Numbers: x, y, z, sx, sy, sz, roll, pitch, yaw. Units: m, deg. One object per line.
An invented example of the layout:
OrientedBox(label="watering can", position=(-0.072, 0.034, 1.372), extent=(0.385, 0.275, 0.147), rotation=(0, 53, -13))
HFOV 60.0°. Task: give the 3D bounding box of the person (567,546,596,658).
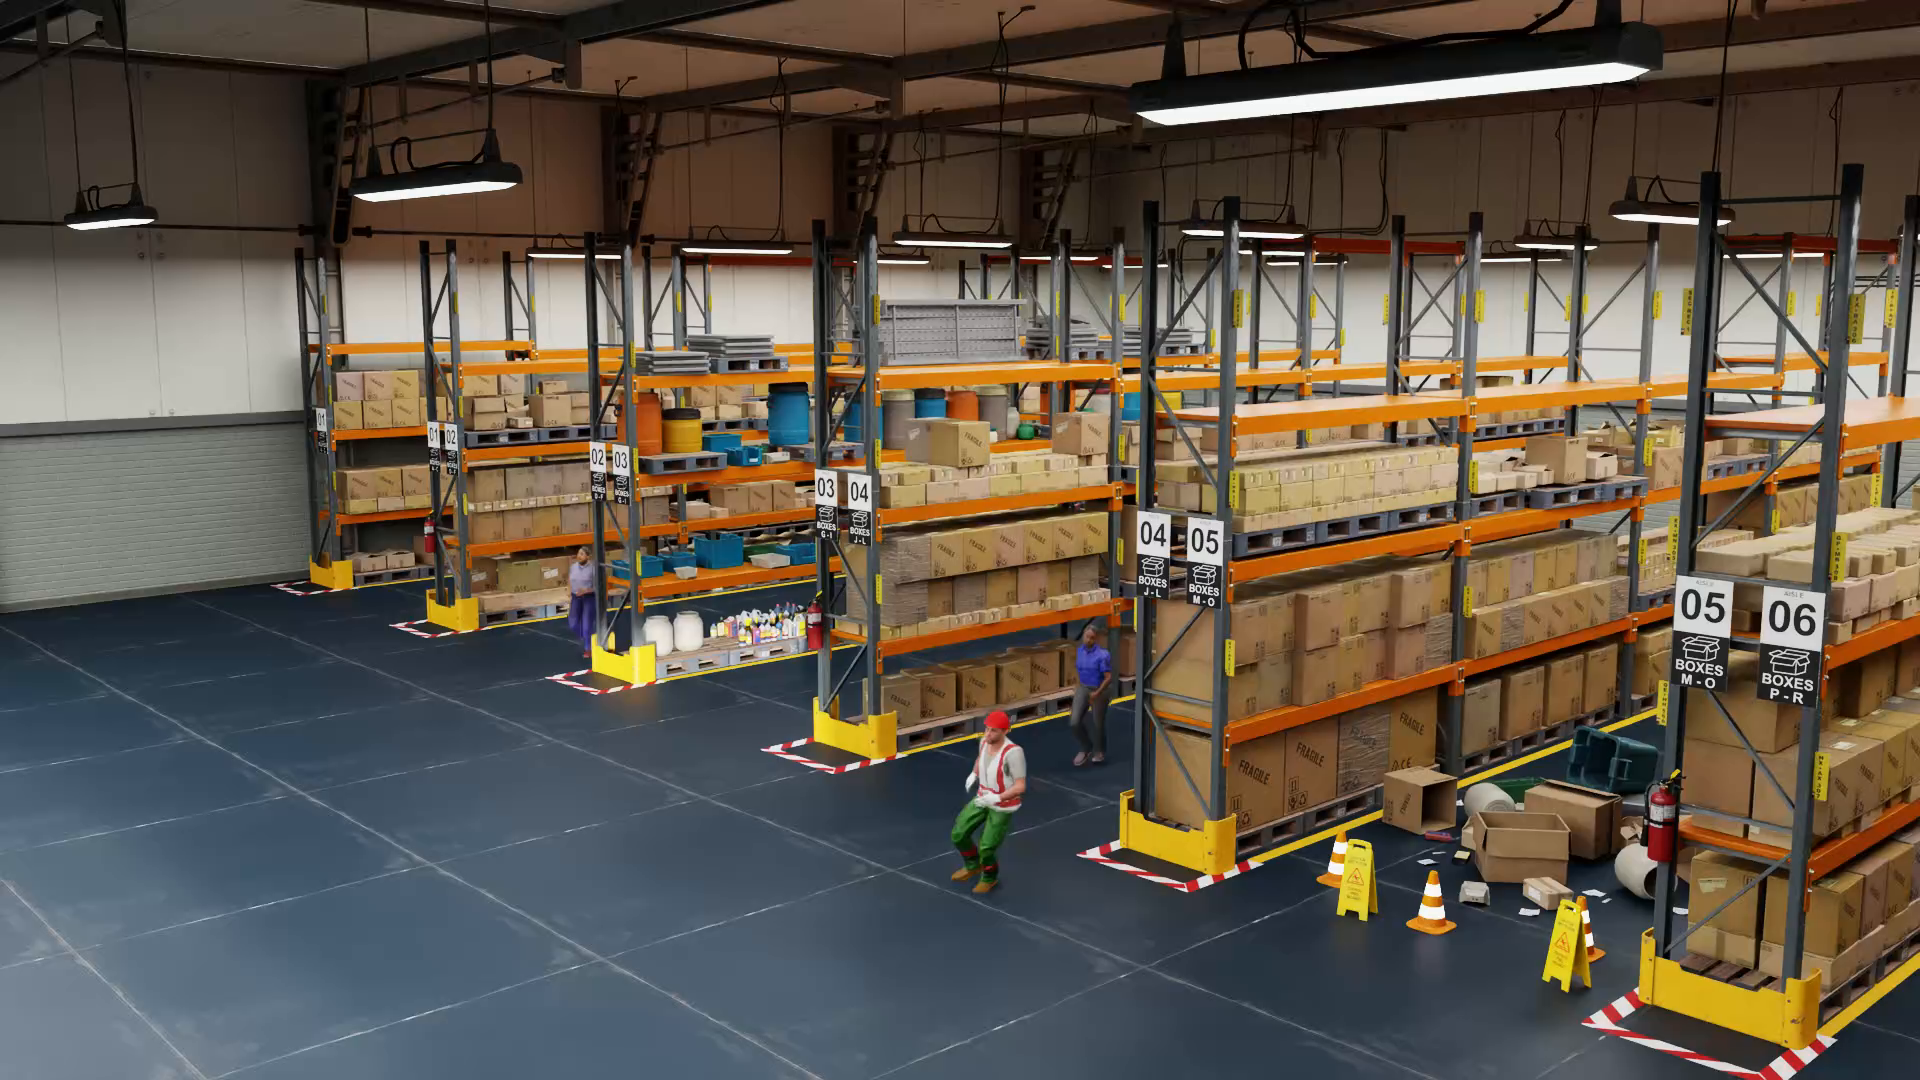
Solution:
OrientedBox(label="person", position=(-5.420, 0.899, 23.900), extent=(0.625, 1.602, 0.560), rotation=(2, 9, 16))

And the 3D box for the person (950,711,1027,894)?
OrientedBox(label="person", position=(0.217, 2.277, 14.277), extent=(0.858, 1.695, 0.670), rotation=(7, 11, 38))

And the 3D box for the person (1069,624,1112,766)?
OrientedBox(label="person", position=(1.451, 1.706, 18.218), extent=(0.532, 1.591, 0.808), rotation=(4, 9, 28))
